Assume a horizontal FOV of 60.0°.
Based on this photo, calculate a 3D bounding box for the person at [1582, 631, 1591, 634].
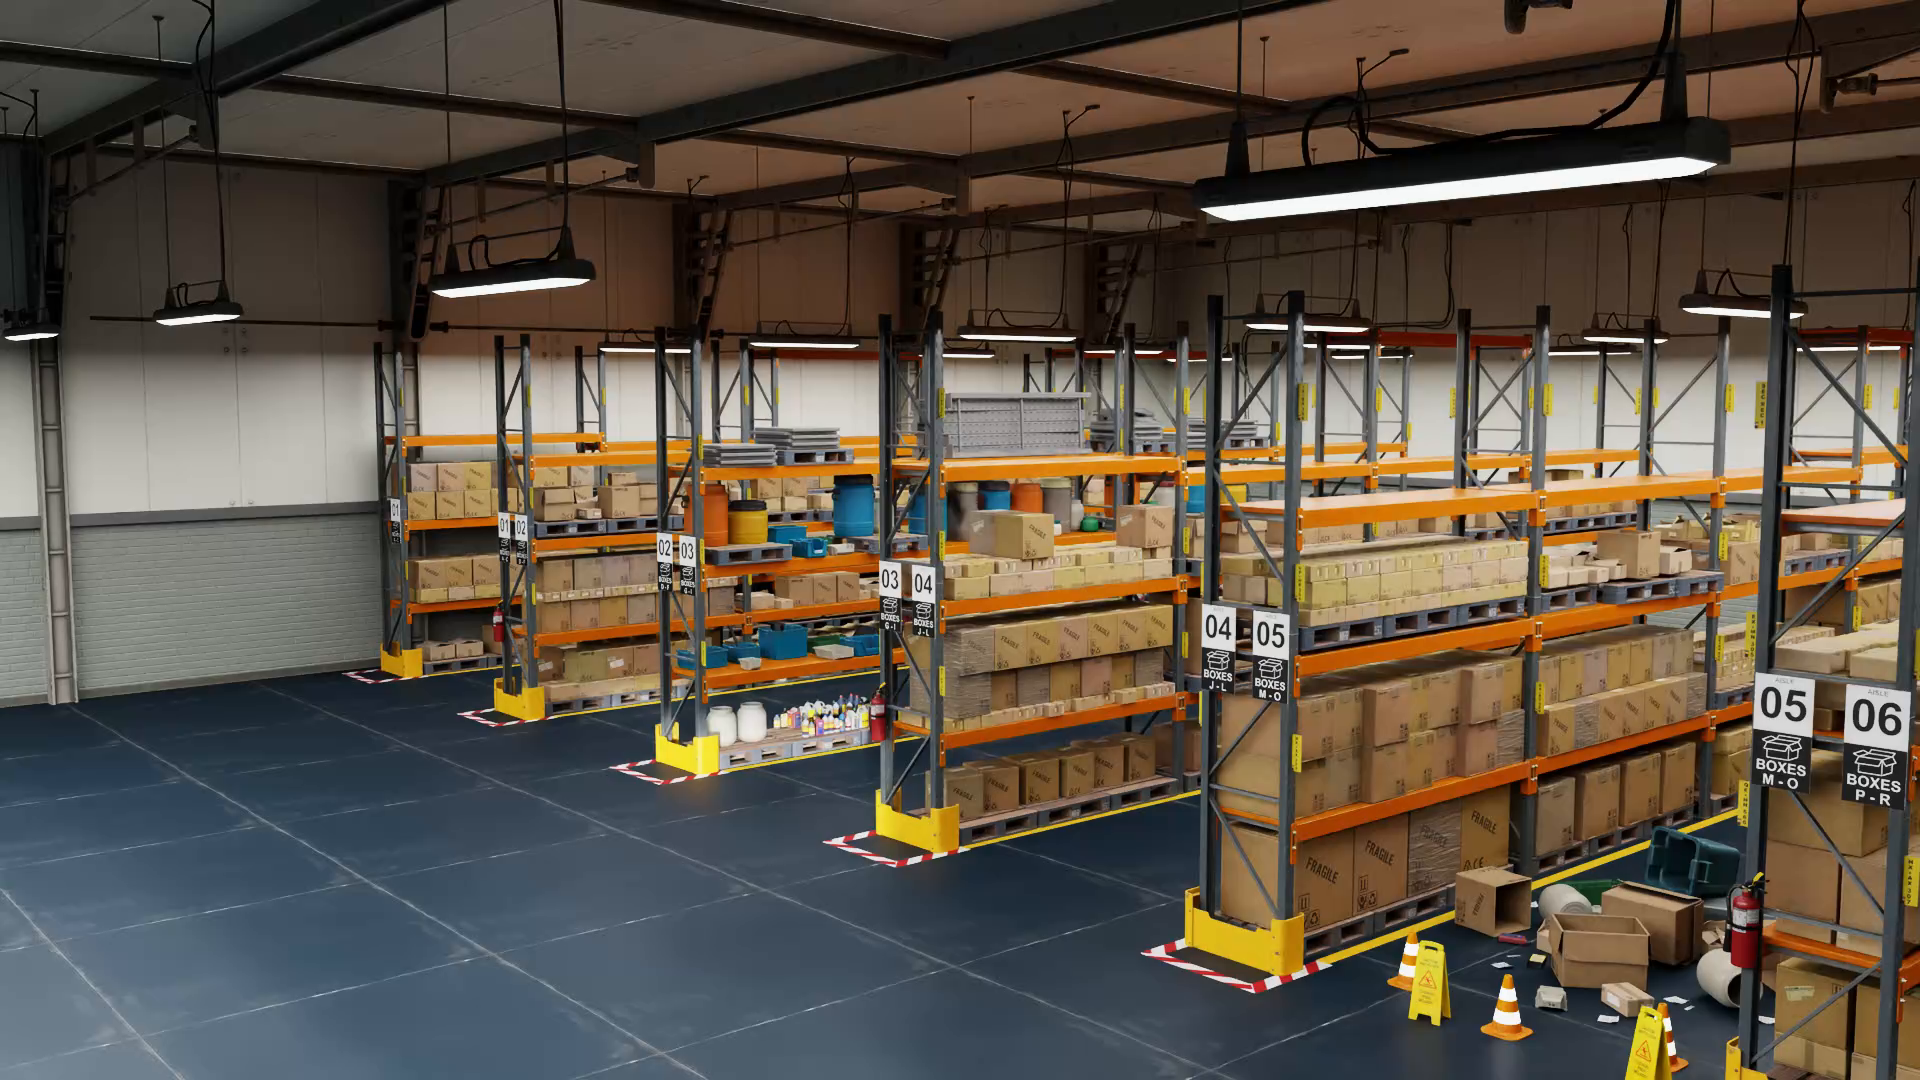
[{"bbox_3d":[9.087,2.163,23.905,0.833,1.707,0.488,-4,7,-37],"label":"person"}]

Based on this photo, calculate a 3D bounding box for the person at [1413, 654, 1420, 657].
[{"bbox_3d":[6.189,2.224,22.575,0.992,1.744,0.670,-4,7,-41],"label":"person"}]

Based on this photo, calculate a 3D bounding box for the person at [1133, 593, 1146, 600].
[{"bbox_3d":[3.559,1.322,33.076,0.494,1.711,0.515,-2,6,-19],"label":"person"}]
